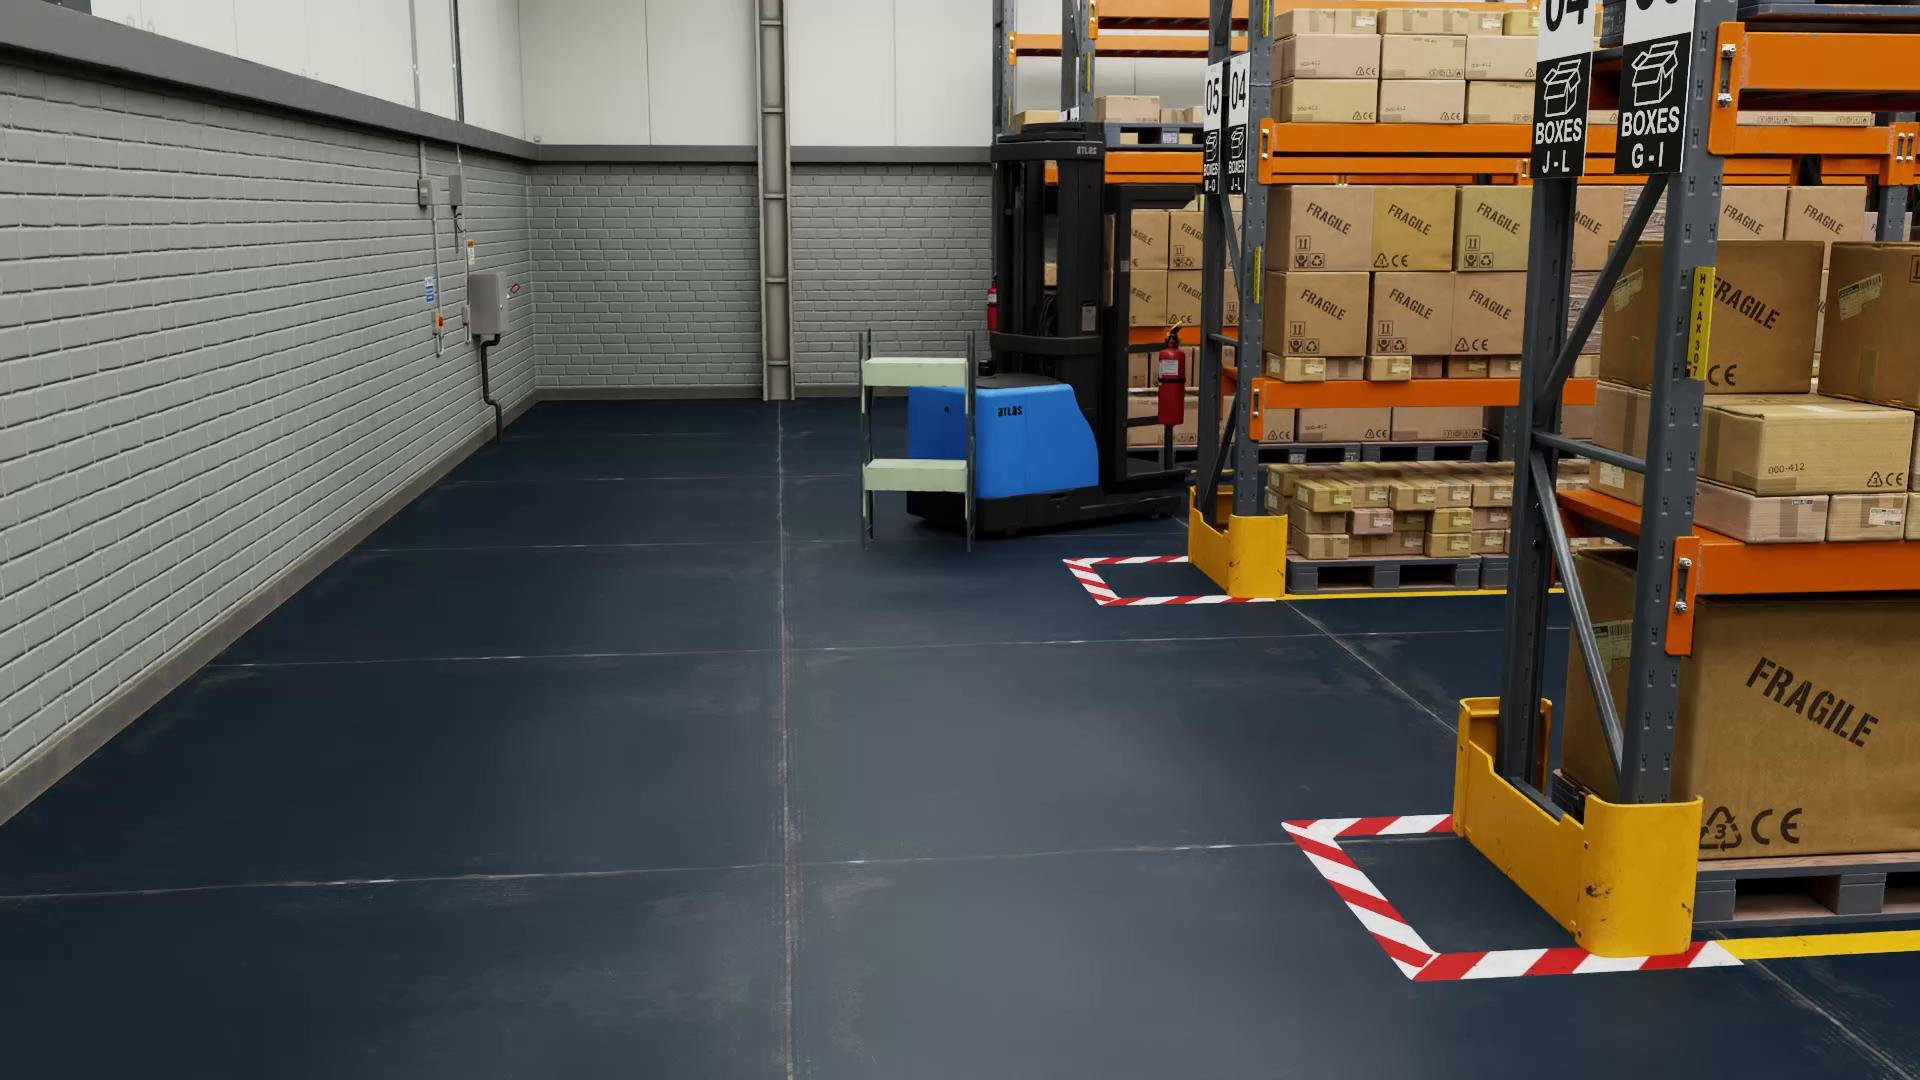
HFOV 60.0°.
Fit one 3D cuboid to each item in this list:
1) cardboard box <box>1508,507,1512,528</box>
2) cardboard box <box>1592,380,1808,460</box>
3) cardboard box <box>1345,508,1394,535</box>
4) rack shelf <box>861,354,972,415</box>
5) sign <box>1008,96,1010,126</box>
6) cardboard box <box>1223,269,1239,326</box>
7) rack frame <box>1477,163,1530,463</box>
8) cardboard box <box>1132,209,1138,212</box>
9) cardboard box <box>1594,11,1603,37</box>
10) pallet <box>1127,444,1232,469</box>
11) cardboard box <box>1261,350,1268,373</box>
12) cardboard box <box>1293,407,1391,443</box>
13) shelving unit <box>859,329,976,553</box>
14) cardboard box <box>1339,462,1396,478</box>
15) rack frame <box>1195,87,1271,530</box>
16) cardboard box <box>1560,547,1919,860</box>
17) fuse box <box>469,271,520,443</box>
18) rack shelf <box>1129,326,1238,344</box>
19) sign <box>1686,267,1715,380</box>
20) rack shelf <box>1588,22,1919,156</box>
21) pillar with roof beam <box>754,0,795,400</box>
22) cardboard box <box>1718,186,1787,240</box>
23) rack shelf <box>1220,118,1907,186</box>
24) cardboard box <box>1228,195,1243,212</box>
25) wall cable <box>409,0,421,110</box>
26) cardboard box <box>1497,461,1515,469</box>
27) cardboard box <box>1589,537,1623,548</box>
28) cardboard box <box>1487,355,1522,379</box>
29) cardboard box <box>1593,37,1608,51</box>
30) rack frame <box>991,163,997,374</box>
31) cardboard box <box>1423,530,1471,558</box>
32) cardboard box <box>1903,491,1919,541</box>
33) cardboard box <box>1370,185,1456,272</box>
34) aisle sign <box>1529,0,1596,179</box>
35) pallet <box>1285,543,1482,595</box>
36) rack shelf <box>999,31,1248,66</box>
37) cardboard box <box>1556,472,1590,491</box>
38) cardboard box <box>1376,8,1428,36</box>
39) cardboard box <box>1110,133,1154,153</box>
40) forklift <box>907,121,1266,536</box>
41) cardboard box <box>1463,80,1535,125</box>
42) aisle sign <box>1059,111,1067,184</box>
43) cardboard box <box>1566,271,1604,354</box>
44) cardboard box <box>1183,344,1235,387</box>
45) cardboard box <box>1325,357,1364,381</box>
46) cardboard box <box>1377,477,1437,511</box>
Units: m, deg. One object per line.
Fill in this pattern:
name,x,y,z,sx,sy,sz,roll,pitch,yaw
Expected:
cardboard box,3.525,-0.184,10.560,0.250,0.149,0.380,-1,11,-3
cardboard box,2.567,-0.411,5.799,0.500,0.250,0.500,-1,11,-7
cardboard box,2.506,-0.140,10.337,0.250,0.149,0.380,-1,11,-6
rack shelf,-0.286,-1.074,11.422,0.720,0.370,0.431,1,11,6
sign,0.563,-4.926,19.109,0.005,0.325,0.100,-1,11,-6
cardboard box,2.560,-2.205,15.048,0.500,0.500,0.500,-1,11,-6
rack frame,5.021,-2.261,15.594,0.127,3.000,1.000,-1,11,-6
cardboard box,1.427,-2.990,14.769,0.250,0.149,0.380,-1,11,-5
cardboard box,3.842,-3.053,9.905,0.250,0.149,0.380,-1,11,-7
pallet,1.830,-0.841,15.600,1.213,0.211,1.003,-1,11,-6
cardboard box,1.973,-1.168,10.687,0.250,0.149,0.380,-1,11,-6
cardboard box,3.495,-1.199,15.743,0.875,0.438,0.875,-2,11,-8
shelving unit,-0.286,-0.691,11.497,0.755,1.500,0.431,1,11,6
cardboard box,2.678,-0.413,10.954,0.250,0.149,0.380,-1,11,-7
rack frame,1.679,-1.231,10.352,0.127,3.000,1.000,-1,11,-6
cardboard box,2.742,0.530,5.813,0.875,0.875,0.875,-1,11,-6
fuse box,-4.641,-1.830,16.739,0.414,1.711,0.539,-1,11,-6
rack shelf,3.032,-1.867,15.451,4.000,0.370,1.077,-1,11,-6
sign,2.168,-0.634,4.870,0.005,0.325,0.100,-1,11,-6
rack shelf,4.103,-1.438,5.495,4.000,0.370,1.077,-1,11,-6
pillar with roof beam,-1.809,-5.364,15.827,0.400,9.000,9.100,-1,11,-6
cardboard box,4.704,-1.926,10.268,0.500,0.500,0.500,-2,11,-8
rack shelf,3.667,-2.391,10.344,4.000,0.370,1.077,-1,11,-6
cardboard box,2.466,-3.017,14.907,0.250,0.149,0.380,-1,11,-6
wall cable,-4.581,-4.949,13.714,0.029,3.000,0.463,-1,11,-6
cardboard box,3.734,-0.418,10.978,0.250,0.149,0.380,-1,11,-6
cardboard box,4.007,-0.034,10.565,0.250,0.149,0.380,-1,11,-5
cardboard box,3.322,-1.092,10.299,0.250,0.149,0.380,-1,11,-7
cardboard box,3.669,-2.864,9.975,0.500,0.250,0.500,-2,11,-8
rack frame,0.504,-3.130,20.012,0.127,3.000,1.000,-1,11,-6
cardboard box,2.998,0.001,10.391,0.250,0.149,0.380,-1,11,-5
cardboard box,3.012,-0.109,5.299,0.250,0.149,0.380,-1,11,-7
cardboard box,2.655,-1.886,10.066,0.500,0.500,0.500,-1,11,-4
aisle sign,2.010,-1.609,5.537,0.004,0.787,0.394,-1,11,-6
pallet,2.566,0.126,10.681,1.213,0.211,1.003,-1,11,-6
rack shelf,2.493,-5.760,19.715,4.000,0.370,1.077,-1,11,-6
cardboard box,3.782,-0.330,10.532,0.250,0.149,0.380,-1,11,-6
cardboard box,2.559,-3.026,9.770,0.250,0.149,0.380,-1,11,-6
cardboard box,1.988,-4.654,19.604,0.500,0.250,0.500,-2,11,-8
forklift,1.089,-1.670,12.765,3.031,2.935,1.130,-8,14,-35
cardboard box,3.188,-2.613,9.994,0.500,0.250,0.500,-2,11,-8
aisle sign,0.939,-3.511,15.214,0.004,0.787,0.394,-1,11,-6
cardboard box,3.679,-1.418,10.273,0.500,0.500,0.500,-1,11,-8
cardboard box,3.009,-2.136,20.347,0.500,0.500,0.700,-2,11,-8
cardboard box,2.285,-1.065,10.158,0.250,0.149,0.380,-1,11,-4
cardboard box,2.762,-0.285,10.302,0.250,0.149,0.380,-1,11,-6
